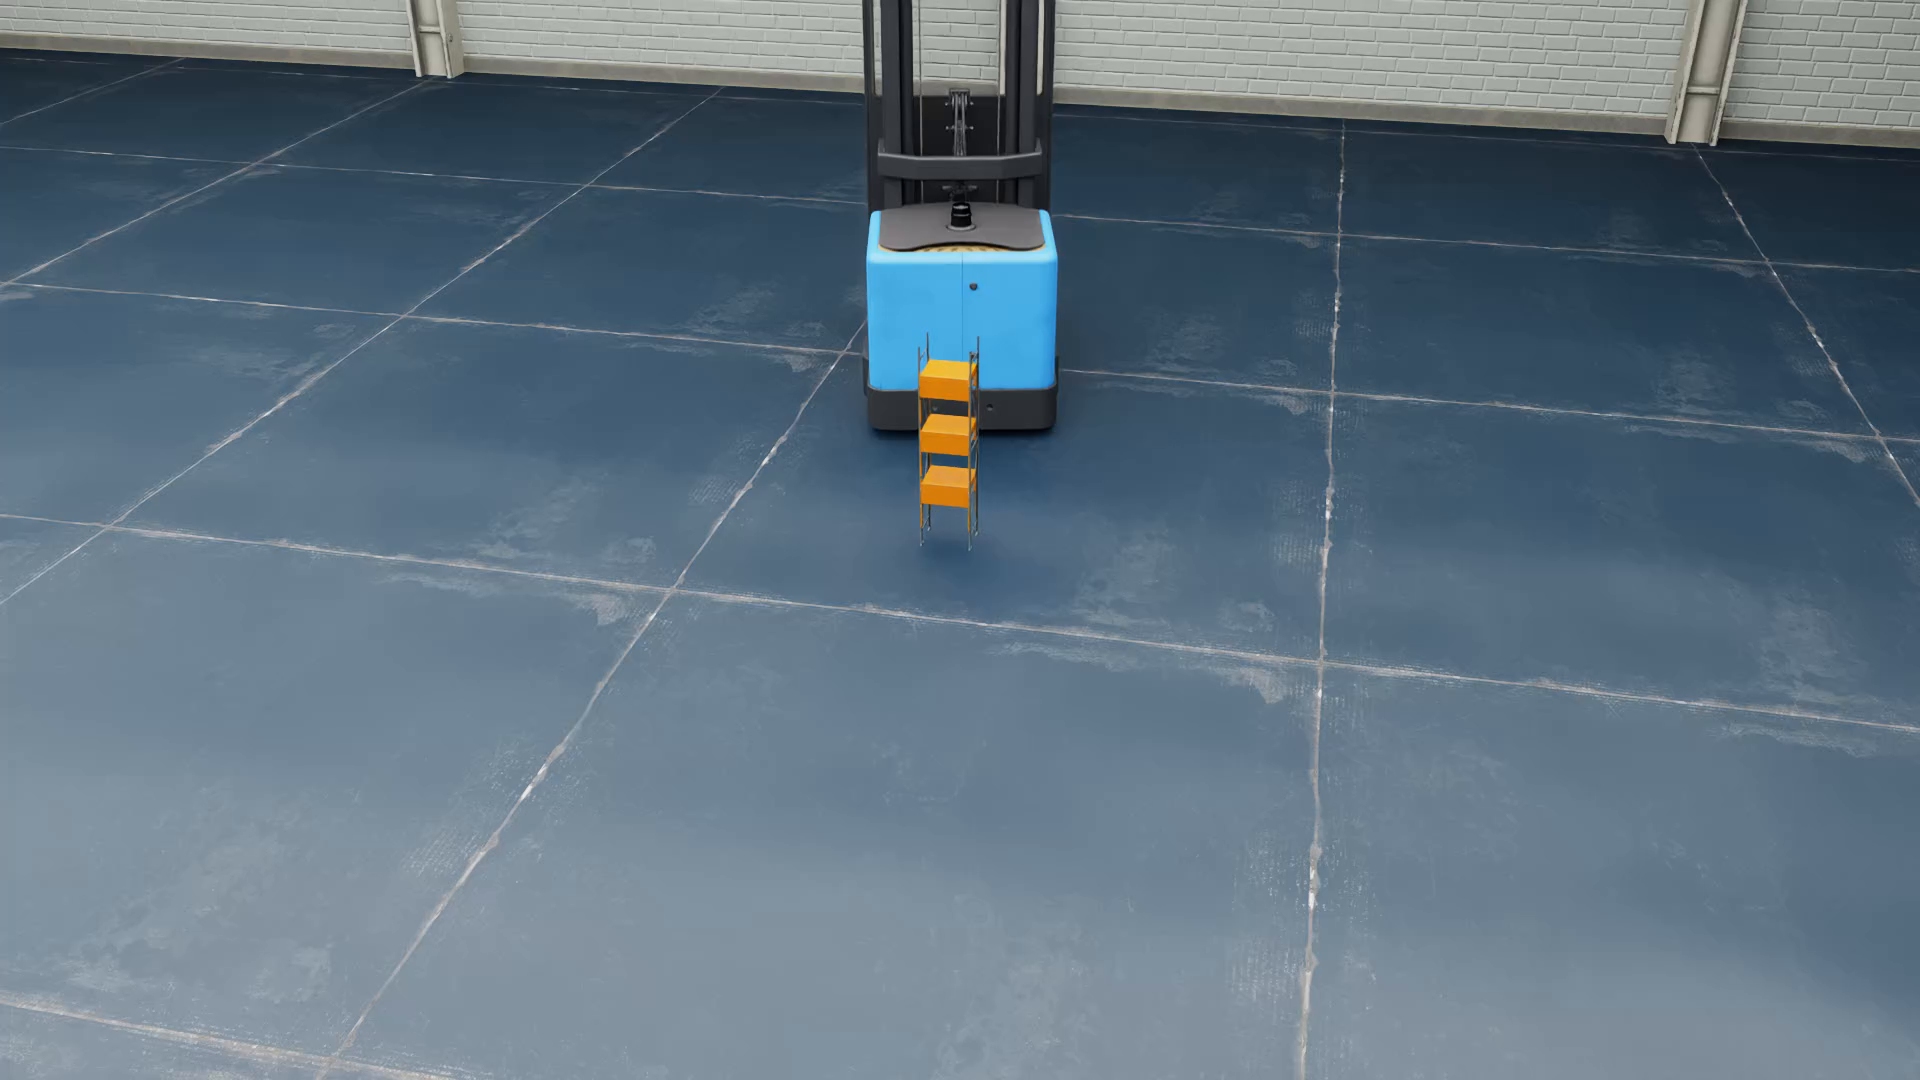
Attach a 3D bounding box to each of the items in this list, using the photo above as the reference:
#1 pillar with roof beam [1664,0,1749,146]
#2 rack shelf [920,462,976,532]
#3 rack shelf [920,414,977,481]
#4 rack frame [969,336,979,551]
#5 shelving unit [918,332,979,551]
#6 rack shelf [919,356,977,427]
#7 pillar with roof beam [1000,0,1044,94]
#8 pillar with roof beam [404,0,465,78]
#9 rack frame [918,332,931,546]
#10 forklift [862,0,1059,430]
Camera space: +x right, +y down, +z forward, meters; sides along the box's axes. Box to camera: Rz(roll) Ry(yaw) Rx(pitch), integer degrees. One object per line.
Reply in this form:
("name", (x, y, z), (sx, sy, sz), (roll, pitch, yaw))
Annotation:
("pillar with roof beam", (5.559, -5.465, 8.862), (0.400, 9.000, 9.100), (6, 29, 11))
("rack shelf", (-0.052, -0.213, 8.146), (0.240, 0.259, 0.215), (6, 29, 11))
("rack shelf", (-0.052, -0.457, 8.013), (0.240, 0.259, 0.215), (6, 29, 11))
("rack frame", (0.067, -0.454, 7.985), (0.008, 1.050, 0.200), (6, 29, 11))
("shelving unit", (-0.052, -0.466, 8.008), (0.252, 1.050, 0.215), (6, 29, 11))
("rack shelf", (-0.052, -0.705, 7.877), (0.240, 0.259, 0.215), (6, 29, 11))
("pillar with roof beam", (-0.308, -6.067, 9.961), (0.400, 9.000, 9.100), (6, 29, 11))
("pillar with roof beam", (-6.176, -6.669, 11.060), (0.400, 9.000, 9.100), (6, 29, 11))
("rack frame", (-0.172, -0.478, 8.030), (0.008, 1.050, 0.200), (6, 29, 11))
("forklift", (-0.011, -2.561, 9.875), (1.130, 2.935, 3.031), (0, 29, -1))
